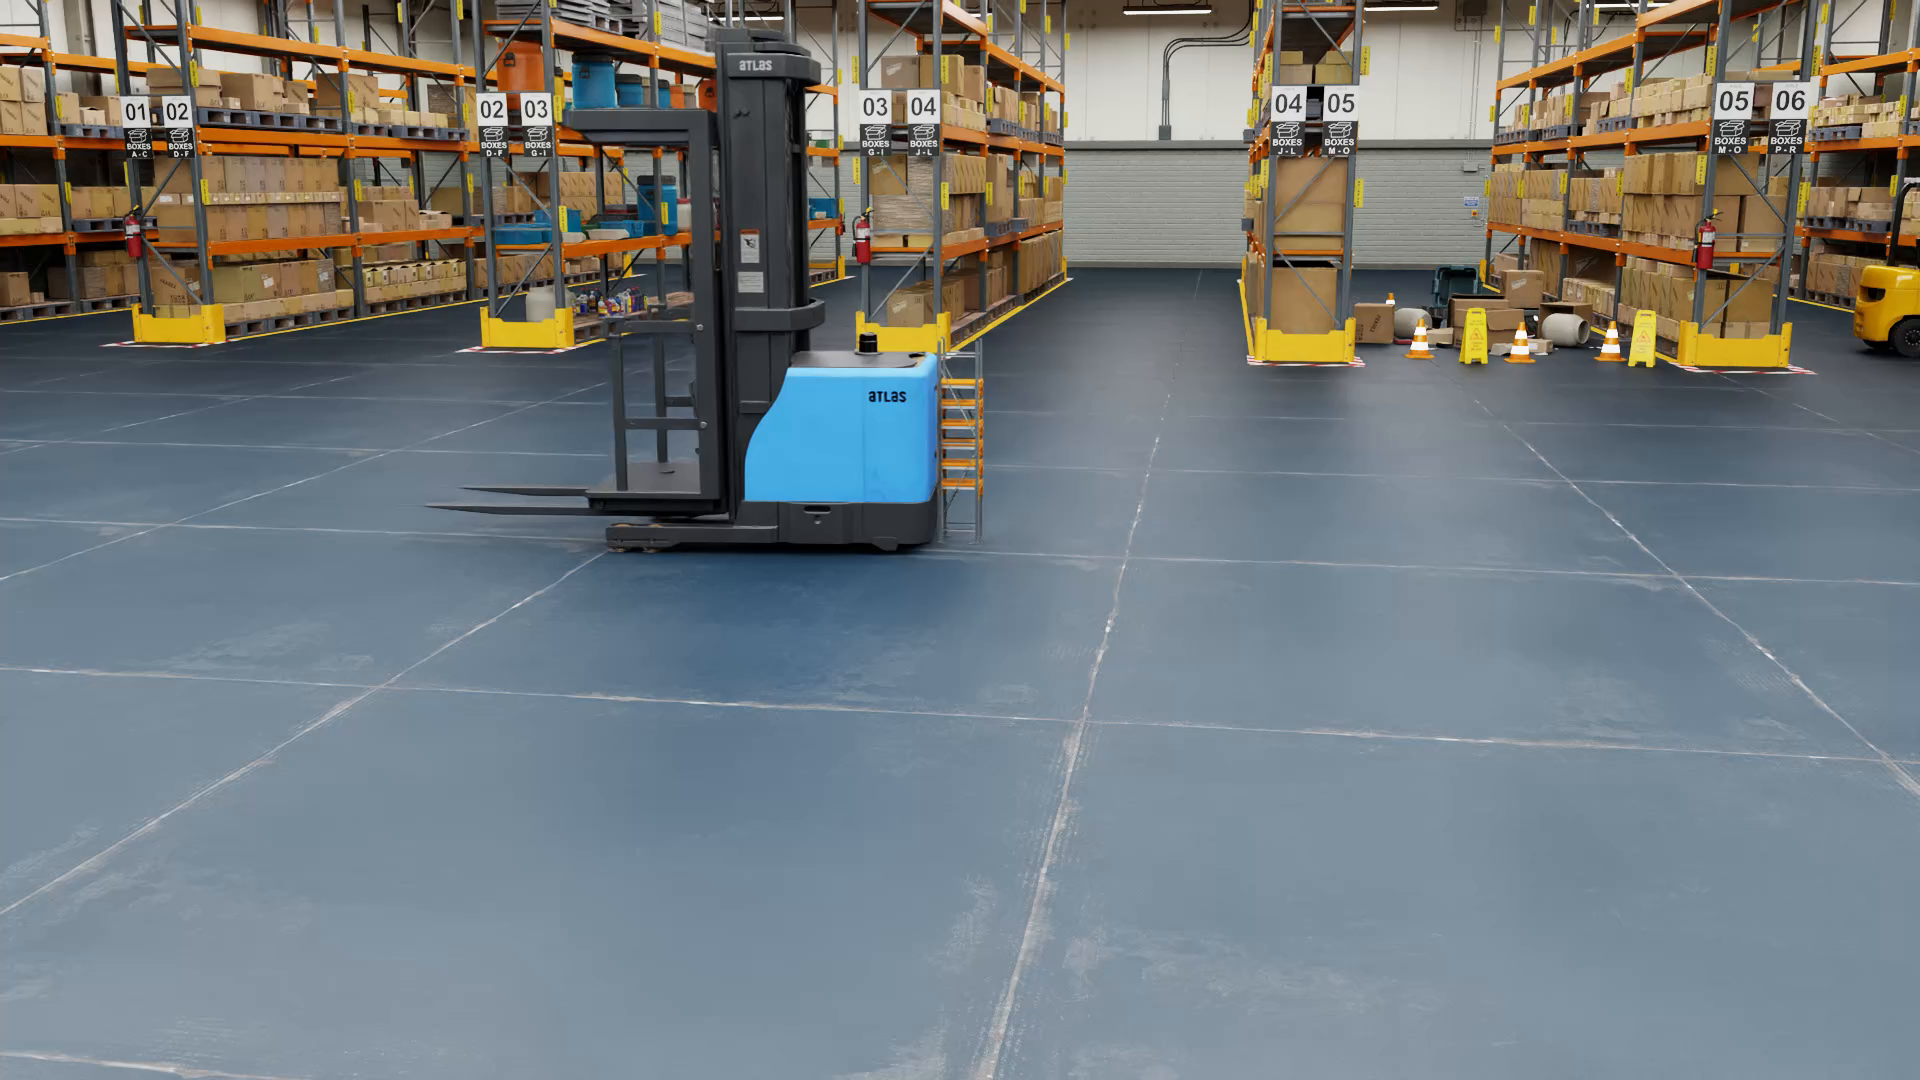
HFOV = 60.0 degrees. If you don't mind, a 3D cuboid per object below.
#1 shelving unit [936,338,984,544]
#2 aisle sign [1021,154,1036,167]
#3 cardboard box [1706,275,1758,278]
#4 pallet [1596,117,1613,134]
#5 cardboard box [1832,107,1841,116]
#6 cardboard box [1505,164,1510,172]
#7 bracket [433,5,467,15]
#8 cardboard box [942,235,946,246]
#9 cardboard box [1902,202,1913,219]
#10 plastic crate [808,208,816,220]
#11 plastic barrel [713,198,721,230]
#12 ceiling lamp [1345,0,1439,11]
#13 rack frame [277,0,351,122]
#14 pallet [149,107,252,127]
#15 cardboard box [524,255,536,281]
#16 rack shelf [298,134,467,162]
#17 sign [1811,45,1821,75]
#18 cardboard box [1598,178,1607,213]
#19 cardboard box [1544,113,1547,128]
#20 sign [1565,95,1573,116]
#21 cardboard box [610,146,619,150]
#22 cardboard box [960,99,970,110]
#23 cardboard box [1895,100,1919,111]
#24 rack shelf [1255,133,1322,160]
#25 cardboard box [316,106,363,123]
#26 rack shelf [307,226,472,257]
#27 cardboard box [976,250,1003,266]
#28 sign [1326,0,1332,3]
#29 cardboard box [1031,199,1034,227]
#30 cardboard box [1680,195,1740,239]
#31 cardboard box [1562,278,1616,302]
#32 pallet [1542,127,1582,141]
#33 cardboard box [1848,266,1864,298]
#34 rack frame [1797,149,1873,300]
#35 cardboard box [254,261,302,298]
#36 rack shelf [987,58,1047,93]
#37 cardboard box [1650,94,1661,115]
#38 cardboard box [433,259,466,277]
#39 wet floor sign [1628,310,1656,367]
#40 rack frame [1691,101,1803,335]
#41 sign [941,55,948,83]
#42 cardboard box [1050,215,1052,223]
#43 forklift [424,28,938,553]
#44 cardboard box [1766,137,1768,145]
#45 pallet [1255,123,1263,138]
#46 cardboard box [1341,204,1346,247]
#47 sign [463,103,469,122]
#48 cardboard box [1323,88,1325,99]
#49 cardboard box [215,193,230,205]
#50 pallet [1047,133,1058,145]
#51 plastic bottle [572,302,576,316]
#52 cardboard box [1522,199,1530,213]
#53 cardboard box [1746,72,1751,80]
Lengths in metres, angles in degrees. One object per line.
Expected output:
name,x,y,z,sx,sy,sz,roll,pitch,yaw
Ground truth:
shelving unit,0.002,-0.584,9.853,0.258,1.200,0.189,1,12,7
aisle sign,1.447,-8.458,35.949,0.394,0.787,0.004,2,12,9
cardboard box,9.541,-3.011,20.596,0.500,0.500,0.500,1,12,7
pallet,10.036,-6.059,24.313,1.213,0.211,1.003,2,12,9
cardboard box,15.271,-7.380,28.654,0.380,0.149,0.250,2,12,8
cardboard box,10.917,-7.310,32.641,0.380,0.149,0.250,2,12,7
bracket,-12.702,-13.372,42.135,0.076,0.066,3.189,2,12,9
cardboard box,-0.391,-3.812,21.158,0.380,0.149,0.250,2,12,9
cardboard box,14.865,-5.103,25.723,0.500,0.250,0.500,2,12,9
plastic crate,-3.224,-6.835,34.842,0.416,0.233,0.300,2,12,9
plastic barrel,-4.164,-5.618,28.617,0.600,0.536,0.708,2,12,9
ceiling lamp,9.542,-13.265,36.328,2.000,3.185,0.800,2,12,9
rack frame,-9.901,-7.919,25.378,1.000,3.000,0.127,2,12,9
pallet,-10.381,-5.723,22.519,1.003,0.211,1.213,2,12,9
cardboard box,-8.625,-5.326,32.474,0.500,0.500,0.500,2,12,9
rack shelf,-9.593,-6.517,27.702,1.077,0.370,4.000,2,12,9
sign,9.600,-5.387,18.674,0.100,0.325,0.005,2,12,9
cardboard box,9.684,-5.057,24.398,0.500,0.500,0.500,2,12,11
cardboard box,10.283,-7.246,28.696,0.396,0.266,0.258,3,13,13
sign,9.747,-6.953,26.603,0.100,0.325,0.005,2,12,9
cardboard box,-7.874,-8.762,36.765,0.500,0.250,0.500,2,12,9
cardboard box,-0.075,-5.901,22.544,0.380,0.149,0.250,2,12,11
cardboard box,14.960,-6.830,26.151,0.380,0.149,0.250,2,12,10
rack shelf,5.080,-6.014,25.365,1.077,0.370,4.000,2,12,9
cardboard box,-9.796,-6.712,26.259,0.500,0.250,0.500,3,13,15
rack shelf,-9.593,-5.051,28.018,1.077,0.370,4.000,2,12,9
cardboard box,0.429,-4.716,27.867,0.500,0.250,0.500,2,12,11
sign,5.937,-8.765,26.710,0.100,0.325,0.005,2,12,9
cardboard box,1.077,-5.957,30.275,0.500,0.500,0.500,2,12,9
cardboard box,8.875,-3.827,19.687,0.500,0.500,0.500,2,12,8
cardboard box,10.198,-3.979,26.579,0.950,0.372,0.625,1,12,5
pallet,10.510,-6.919,28.305,1.003,0.211,1.213,2,12,11
cardboard box,15.218,-4.307,27.796,0.500,0.500,0.500,2,12,11
rack frame,15.815,-5.849,30.012,1.000,3.000,0.127,2,12,9
cardboard box,-9.980,-3.798,24.246,0.500,0.500,0.500,2,12,9
rack shelf,0.810,-8.299,29.798,1.077,0.370,4.000,2,12,9
cardboard box,9.181,-5.588,21.330,0.500,0.250,0.500,2,12,9
cardboard box,-9.123,-4.837,29.517,0.500,0.311,0.500,2,12,10
wet floor sign,7.978,-2.355,19.389,0.267,0.644,0.232,7,14,28
rack frame,9.064,-3.511,19.163,1.000,3.000,0.127,2,12,9
sign,-0.192,-5.708,20.164,0.100,0.325,0.005,2,12,9
cardboard box,1.650,-6.475,33.516,0.380,0.149,0.250,2,12,8
forklift,-1.656,-1.468,9.847,3.031,2.935,1.130,1,12,4
cardboard box,15.908,-7.754,32.331,0.380,0.149,0.250,2,12,8
pallet,5.341,-6.554,26.611,1.213,0.211,1.003,2,12,11
cardboard box,4.443,-4.030,21.216,0.875,0.550,0.550,2,12,9
sign,-8.738,-7.557,29.404,0.100,0.325,0.005,2,12,9
cardboard box,4.565,-5.362,19.995,0.380,0.149,0.250,2,12,9
cardboard box,-10.205,-4.649,22.670,0.380,0.149,0.250,2,12,7
pallet,1.444,-8.176,33.901,1.003,0.211,1.213,2,12,9
plastic bottle,-5.559,-3.316,23.859,0.097,0.201,0.097,0,12,0
cardboard box,10.563,-6.097,30.335,0.500,0.250,0.500,2,12,7
cardboard box,9.344,-5.364,19.348,0.380,0.149,0.250,2,12,8
